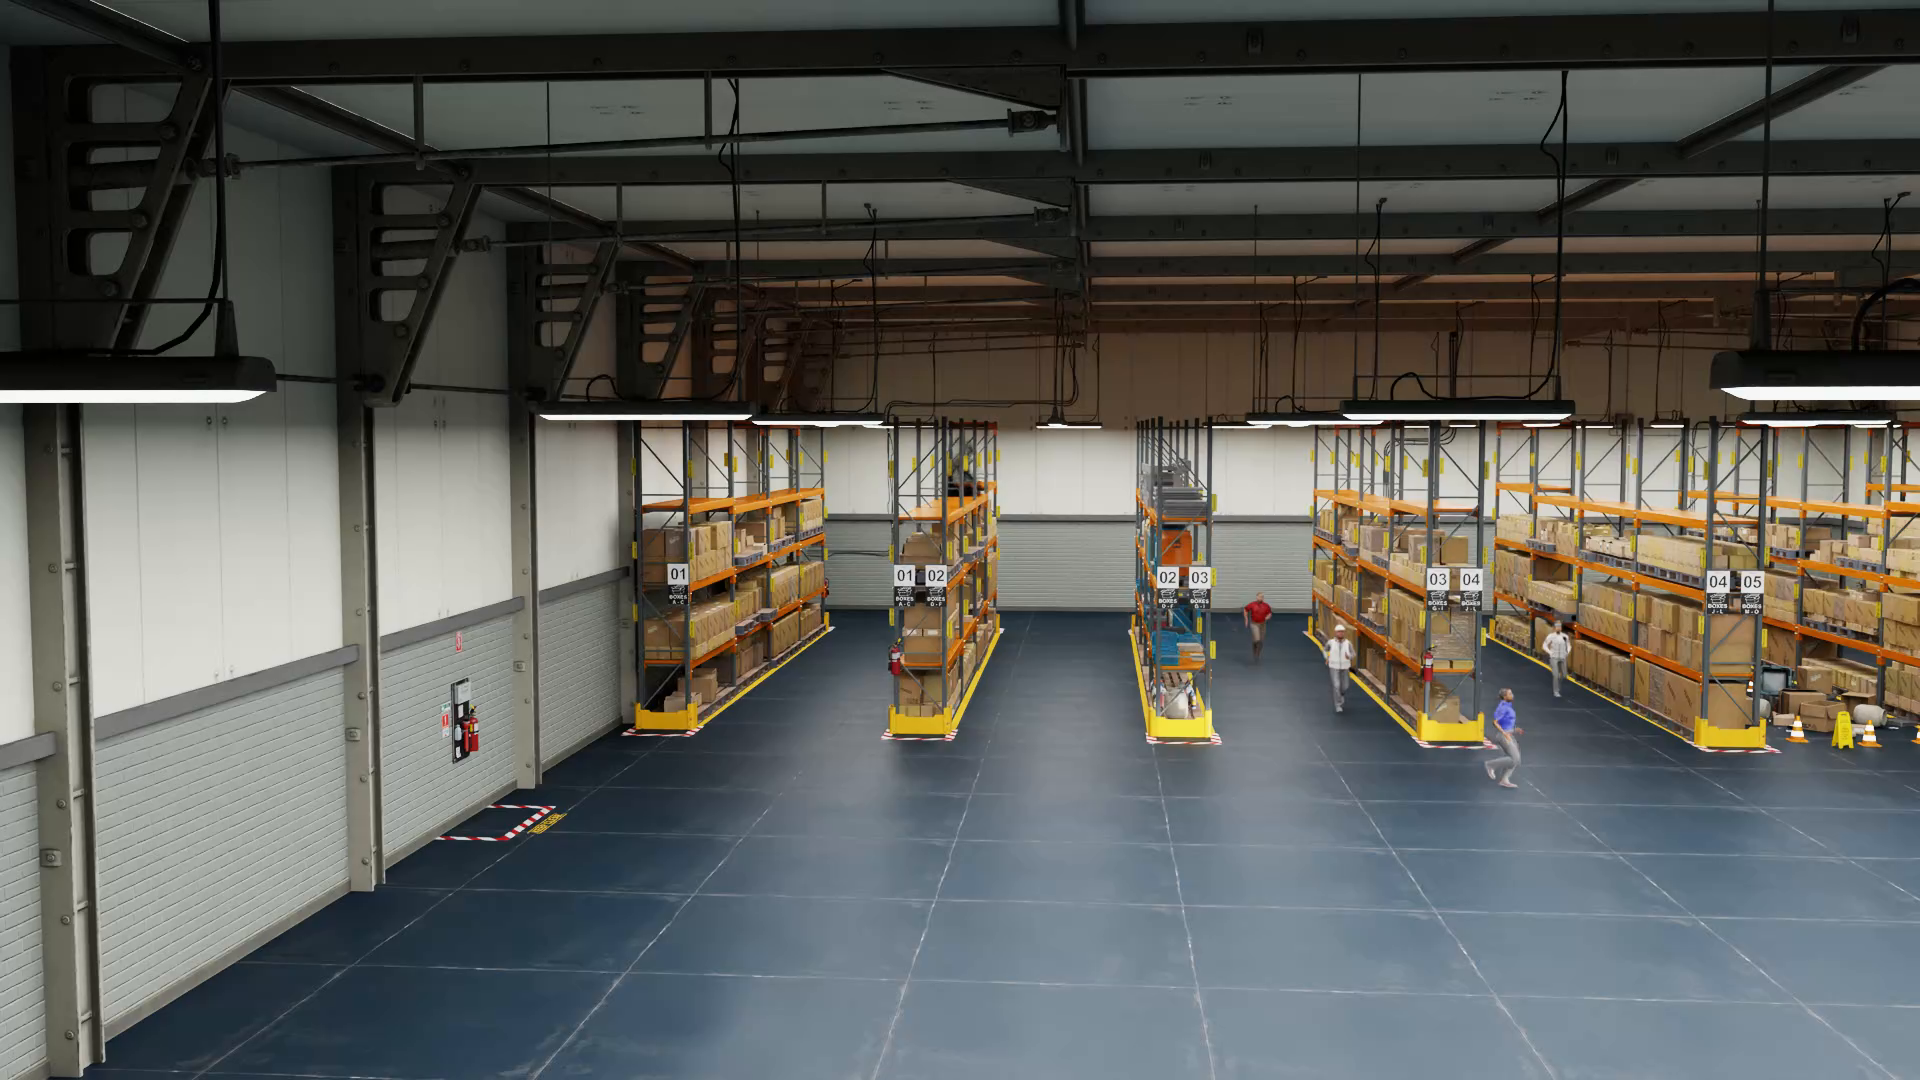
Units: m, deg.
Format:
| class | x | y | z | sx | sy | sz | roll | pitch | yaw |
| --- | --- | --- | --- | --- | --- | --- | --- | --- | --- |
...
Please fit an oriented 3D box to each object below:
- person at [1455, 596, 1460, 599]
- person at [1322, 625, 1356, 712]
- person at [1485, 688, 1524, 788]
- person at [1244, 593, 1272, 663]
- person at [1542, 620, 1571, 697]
| class | x | y | z | sx | sy | sz | roll | pitch | yaw |
| --- | --- | --- | --- | --- | --- | --- | --- | --- | --- |
| person | 13.411 | 1.967 | 44.668 | 0.605 | 1.730 | 0.695 | 0 | 4 | 6 |
| person | 7.773 | 2.613 | 34.081 | 0.667 | 1.750 | 0.919 | 0 | 4 | 4 |
| person | 8.768 | 3.177 | 26.772 | 0.562 | 1.613 | 0.577 | 2 | 4 | 27 |
| person | 7.410 | 2.185 | 41.213 | 0.627 | 1.767 | 0.805 | -1 | 4 | -8 |
| person | 12.915 | 2.549 | 35.960 | 0.613 | 1.646 | 0.579 | 0 | 4 | 5 |
